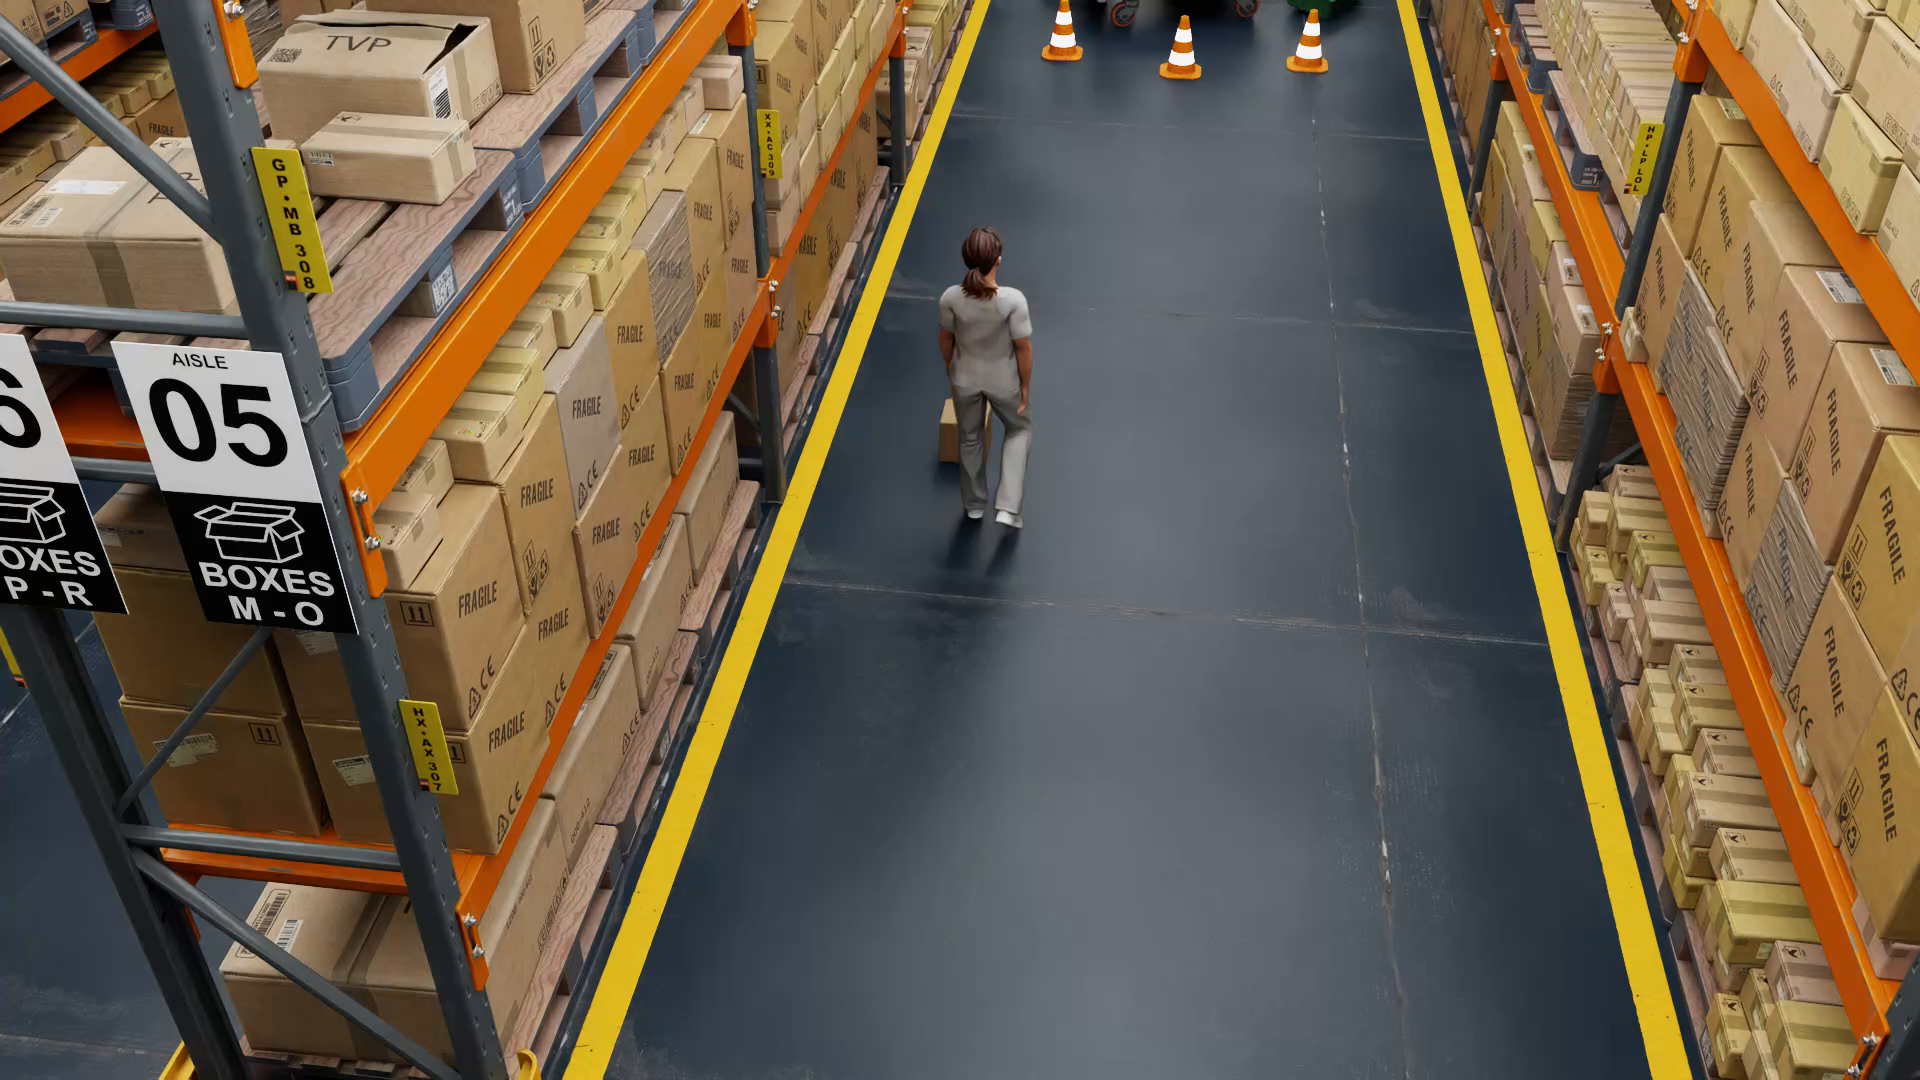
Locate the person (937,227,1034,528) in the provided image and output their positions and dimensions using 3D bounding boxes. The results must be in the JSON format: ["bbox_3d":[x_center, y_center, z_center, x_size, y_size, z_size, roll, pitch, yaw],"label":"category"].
[{"bbox_3d":[0.131,-0.784,8.091,0.464,1.677,0.541,5,37,7],"label":"person"}]
